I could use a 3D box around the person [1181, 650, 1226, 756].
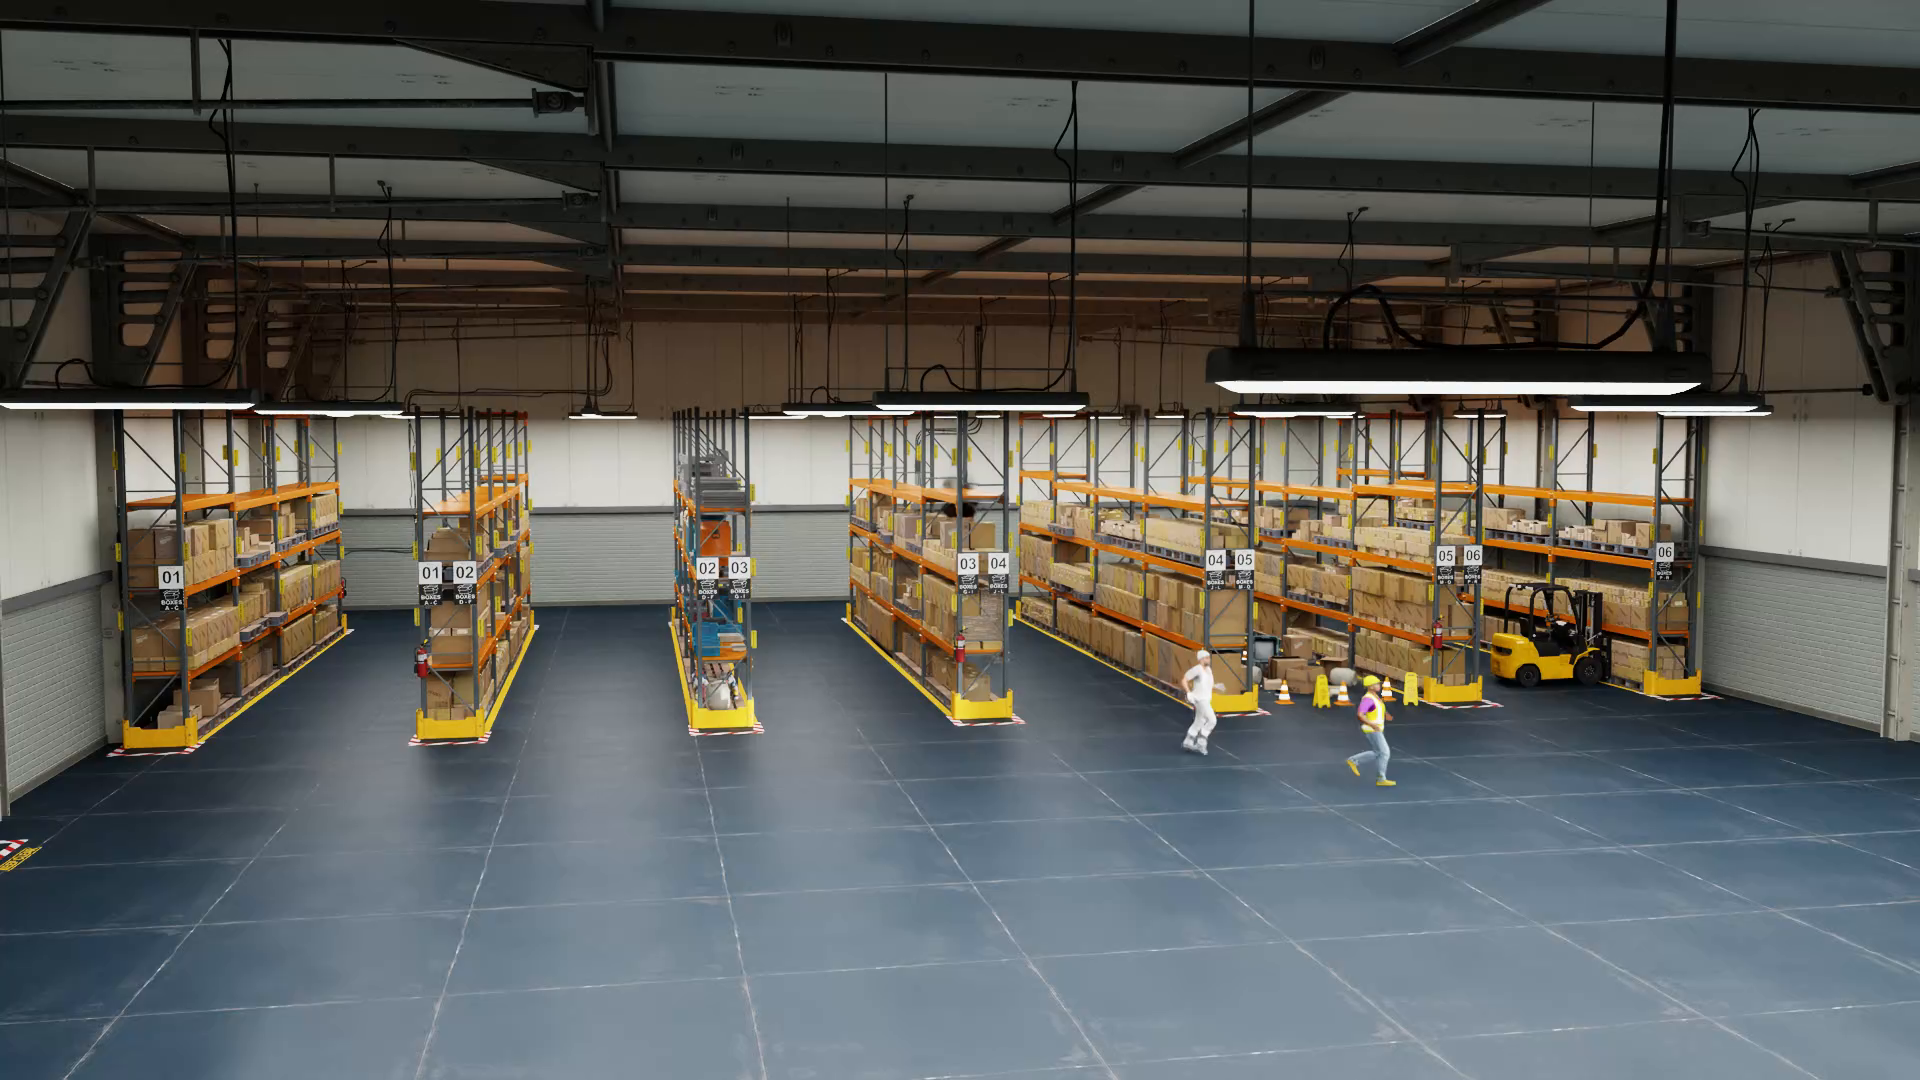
[{"bbox_3d":[4.204,2.802,28.706,0.738,1.816,0.642,2,5,28],"label":"person"}]

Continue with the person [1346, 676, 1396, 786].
[{"bbox_3d":[6.482,2.996,26.201,0.795,1.732,0.712,2,4,22],"label":"person"}]

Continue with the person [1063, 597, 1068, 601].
[{"bbox_3d":[3.365,1.314,50.249,0.938,1.661,0.630,-1,4,-10],"label":"person"}]

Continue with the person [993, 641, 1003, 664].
[{"bbox_3d":[0.876,2.041,39.456,0.699,1.740,0.792,-1,4,-12],"label":"person"}]

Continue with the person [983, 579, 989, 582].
[{"bbox_3d":[0.492,1.455,48.565,0.839,1.645,0.537,1,4,20],"label":"person"}]
